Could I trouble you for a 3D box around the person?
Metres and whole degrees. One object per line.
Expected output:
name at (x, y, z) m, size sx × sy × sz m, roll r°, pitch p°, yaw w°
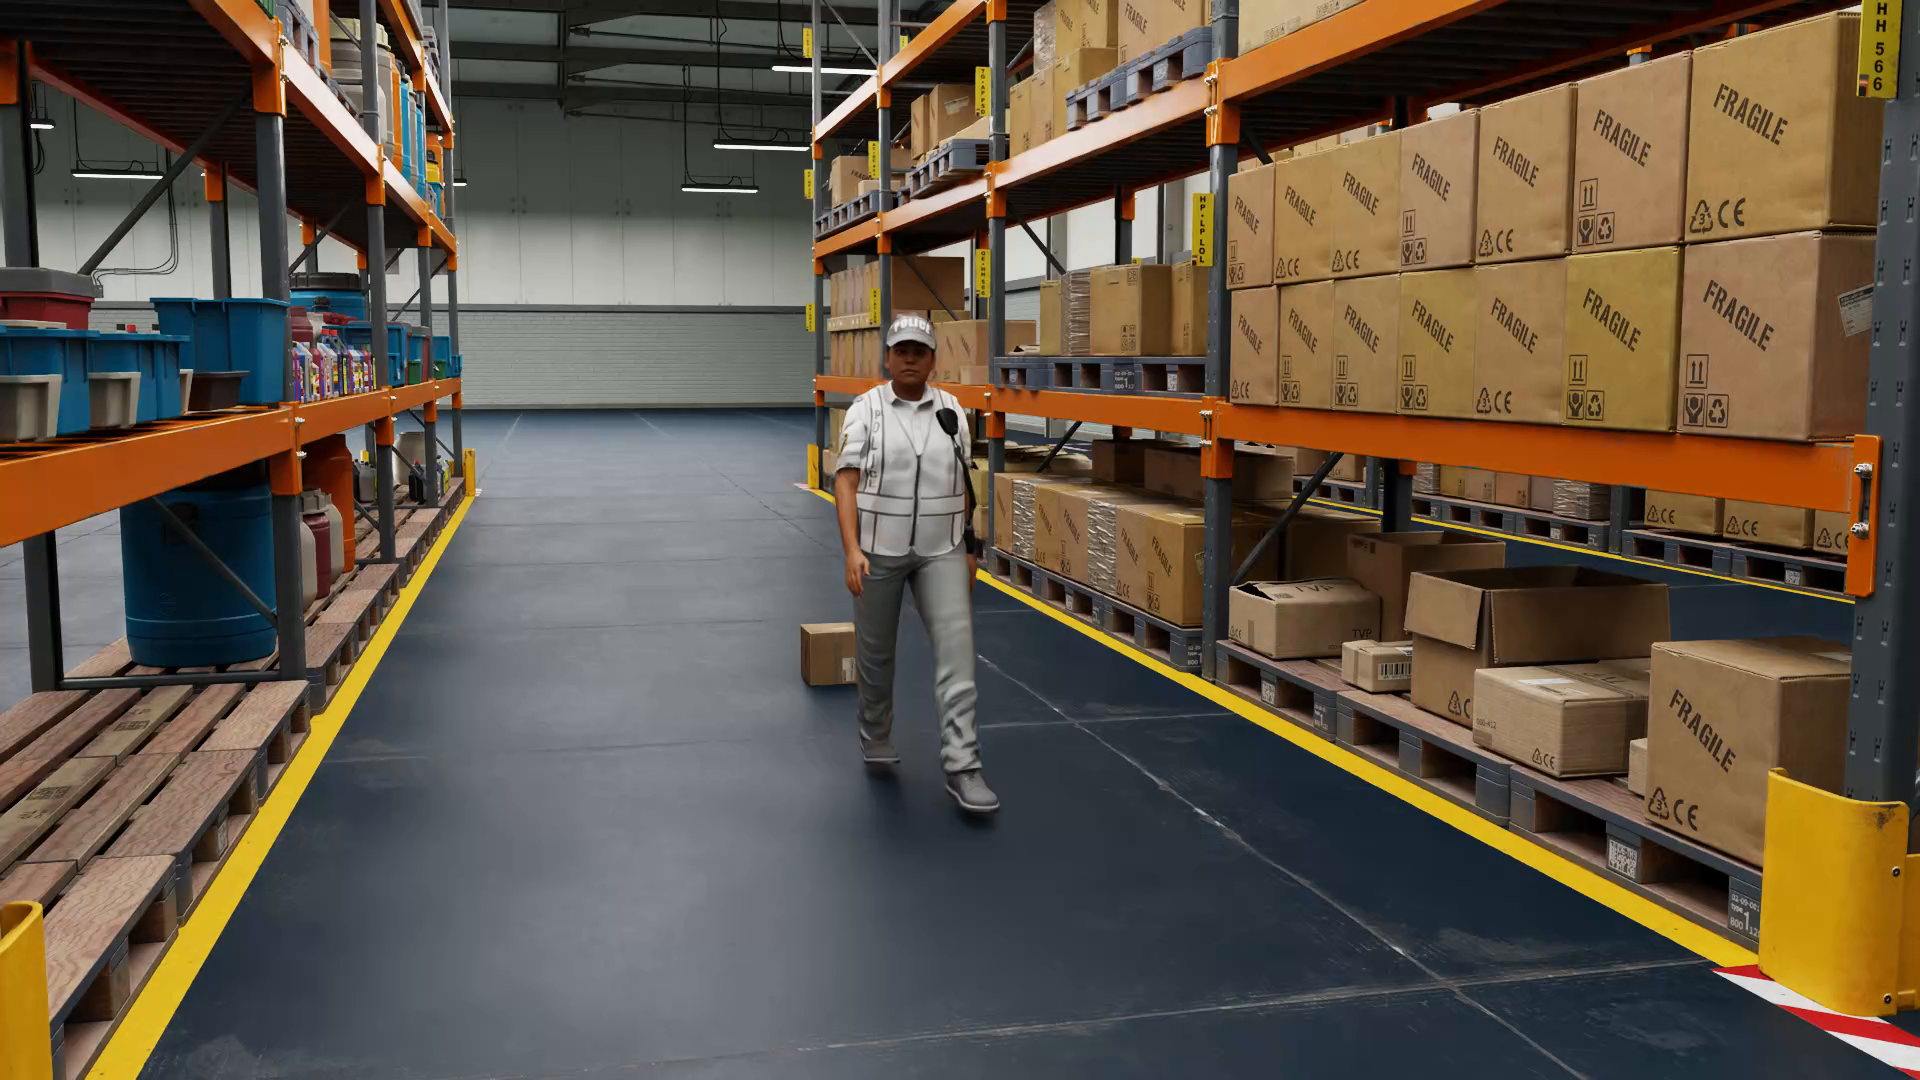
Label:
person at (-0.166, 0.043, 5.668) m, size 0.514 × 1.606 × 0.993 m, roll -1°, pitch 6°, yaw -8°
